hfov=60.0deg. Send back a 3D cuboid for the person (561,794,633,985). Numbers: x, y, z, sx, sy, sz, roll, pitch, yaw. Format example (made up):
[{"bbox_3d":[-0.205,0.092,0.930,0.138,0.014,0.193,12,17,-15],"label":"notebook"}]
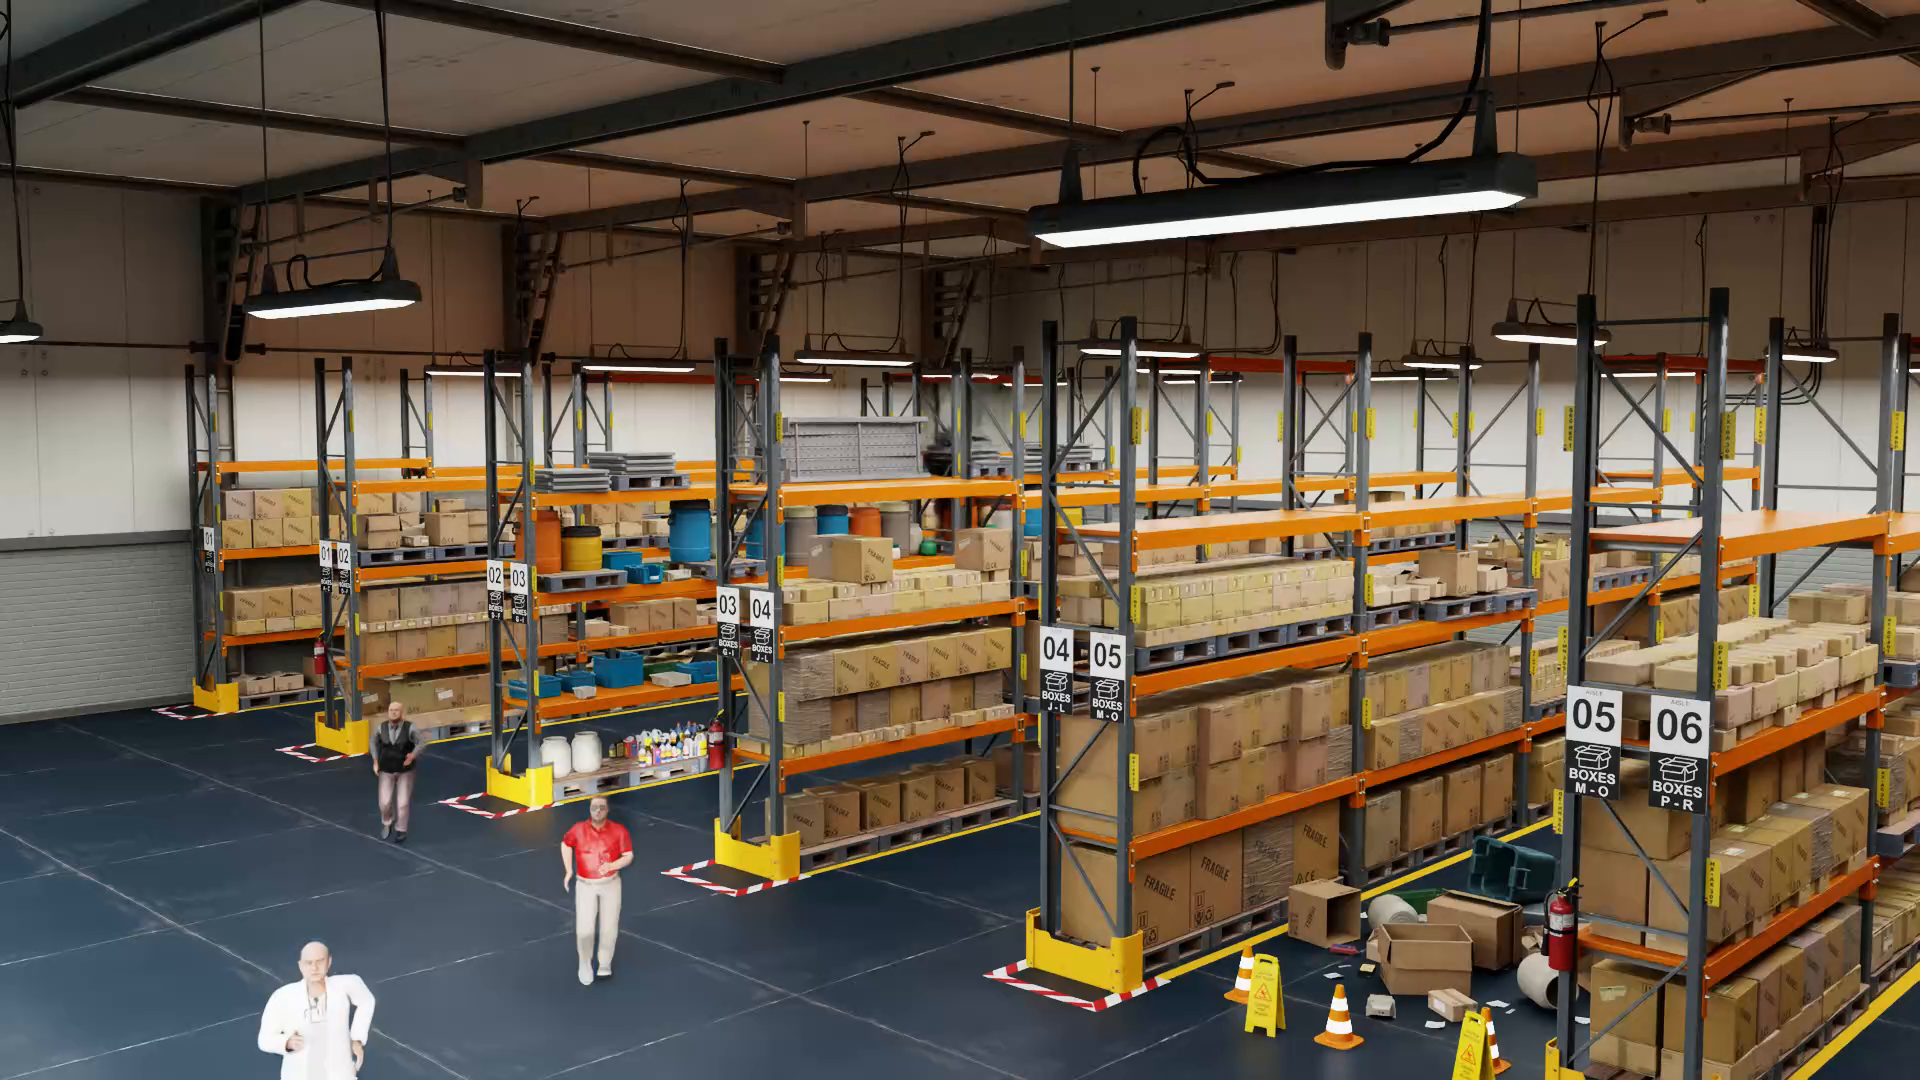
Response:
[{"bbox_3d":[-3.267,3.163,14.999,0.637,1.721,0.685,-1,4,-13],"label":"person"}]

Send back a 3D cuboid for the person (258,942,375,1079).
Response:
[{"bbox_3d":[-4.073,3.455,10.565,0.685,1.831,0.832,-1,5,-18],"label":"person"}]

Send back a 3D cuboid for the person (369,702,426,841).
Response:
[{"bbox_3d":[-6.752,2.788,19.942,0.664,1.692,0.617,-1,5,-14],"label":"person"}]
